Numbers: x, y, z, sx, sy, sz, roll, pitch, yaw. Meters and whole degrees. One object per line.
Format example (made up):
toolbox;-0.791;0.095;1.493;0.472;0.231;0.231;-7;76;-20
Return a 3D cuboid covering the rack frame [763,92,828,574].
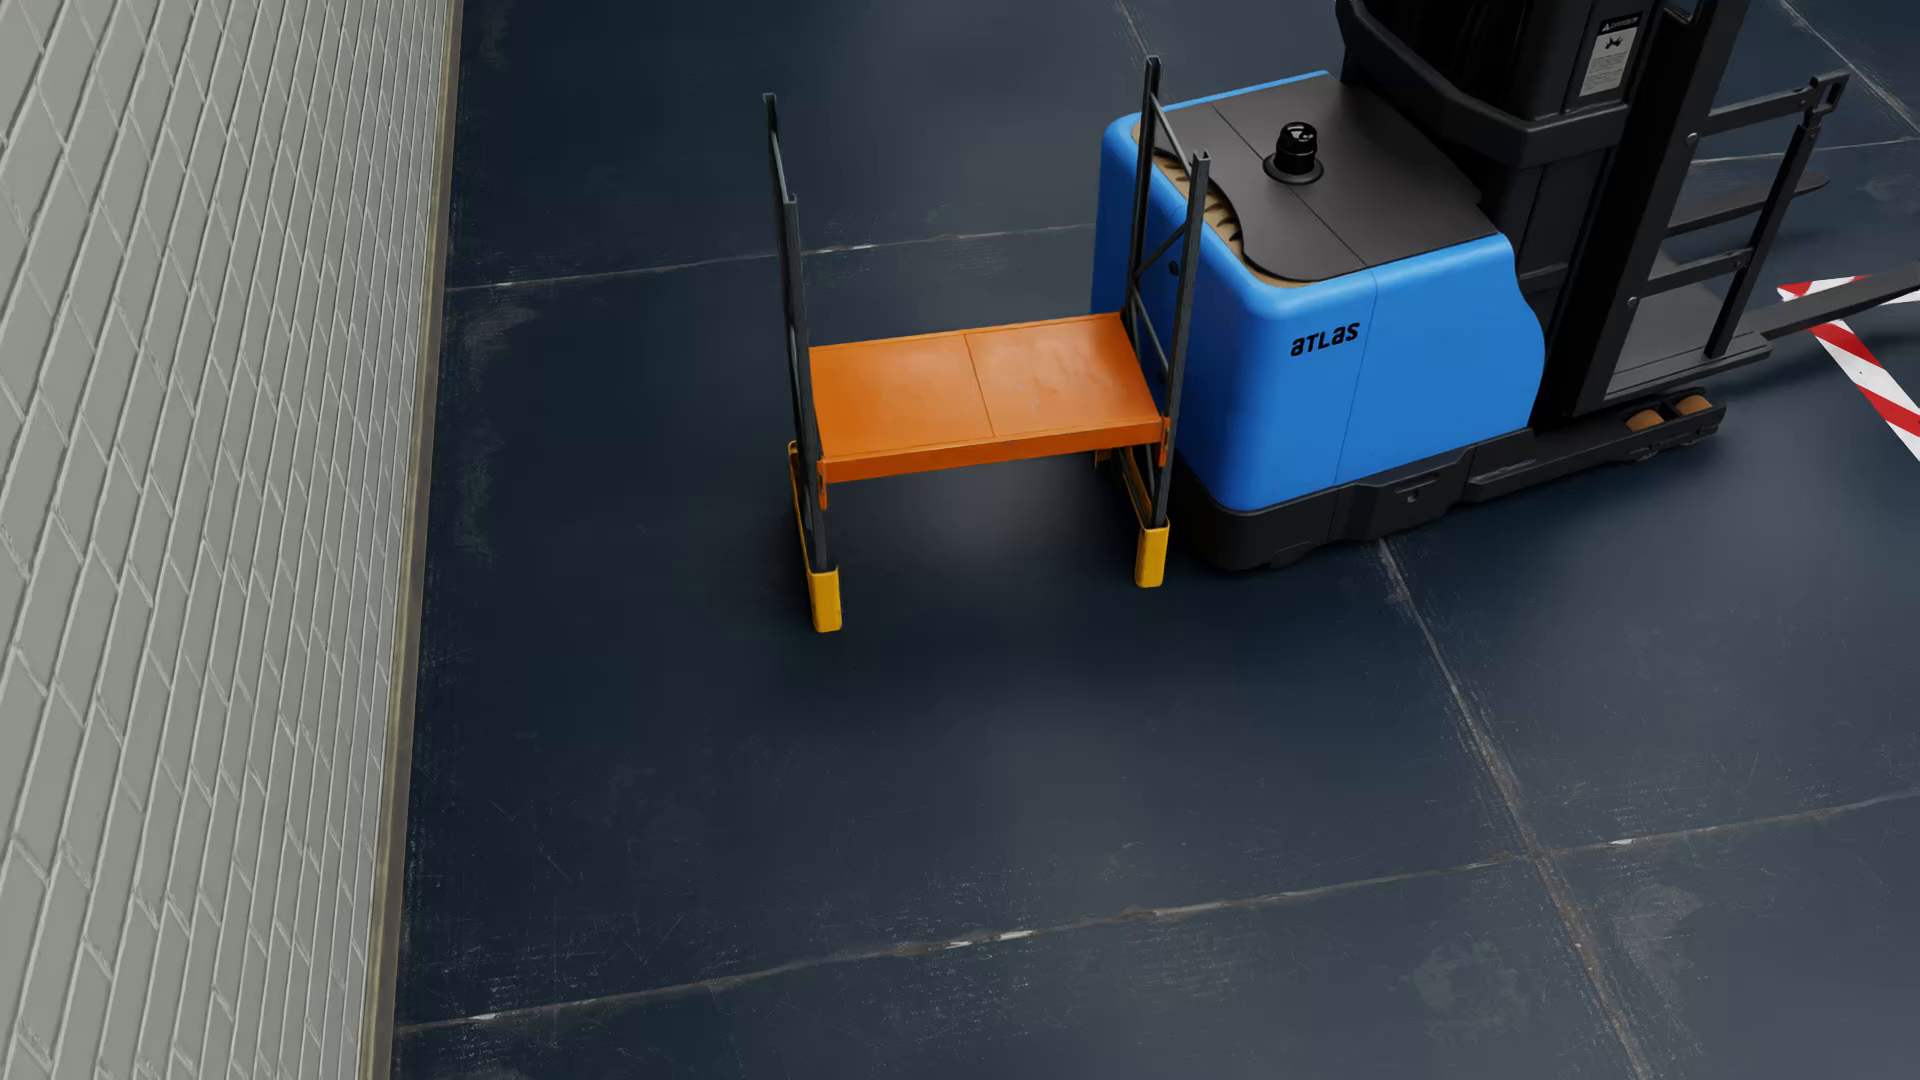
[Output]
rack frame;-0.447;-0.453;4.645;0.032;1.500;0.500;-8;47;-7

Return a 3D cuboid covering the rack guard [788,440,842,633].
rack guard;-0.445;-0.019;5.095;0.087;0.250;0.587;-8;47;-7

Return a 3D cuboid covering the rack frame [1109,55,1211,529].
rack frame;0.553;-0.585;4.772;0.032;1.500;0.500;-8;47;-7

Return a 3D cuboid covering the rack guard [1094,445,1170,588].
rack guard;0.534;-0.149;5.220;0.087;0.250;0.587;-8;47;-7

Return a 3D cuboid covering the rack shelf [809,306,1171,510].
rack shelf;0.053;-0.394;4.838;1.000;0.185;0.538;-8;47;-7

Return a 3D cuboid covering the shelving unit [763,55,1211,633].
shelving unit;0.044;-0.517;4.707;1.083;1.500;0.587;-8;47;-7

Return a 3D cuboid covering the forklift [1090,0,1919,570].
forklift;1.979;-1.617;4.772;3.031;2.935;1.130;-17;48;-15
